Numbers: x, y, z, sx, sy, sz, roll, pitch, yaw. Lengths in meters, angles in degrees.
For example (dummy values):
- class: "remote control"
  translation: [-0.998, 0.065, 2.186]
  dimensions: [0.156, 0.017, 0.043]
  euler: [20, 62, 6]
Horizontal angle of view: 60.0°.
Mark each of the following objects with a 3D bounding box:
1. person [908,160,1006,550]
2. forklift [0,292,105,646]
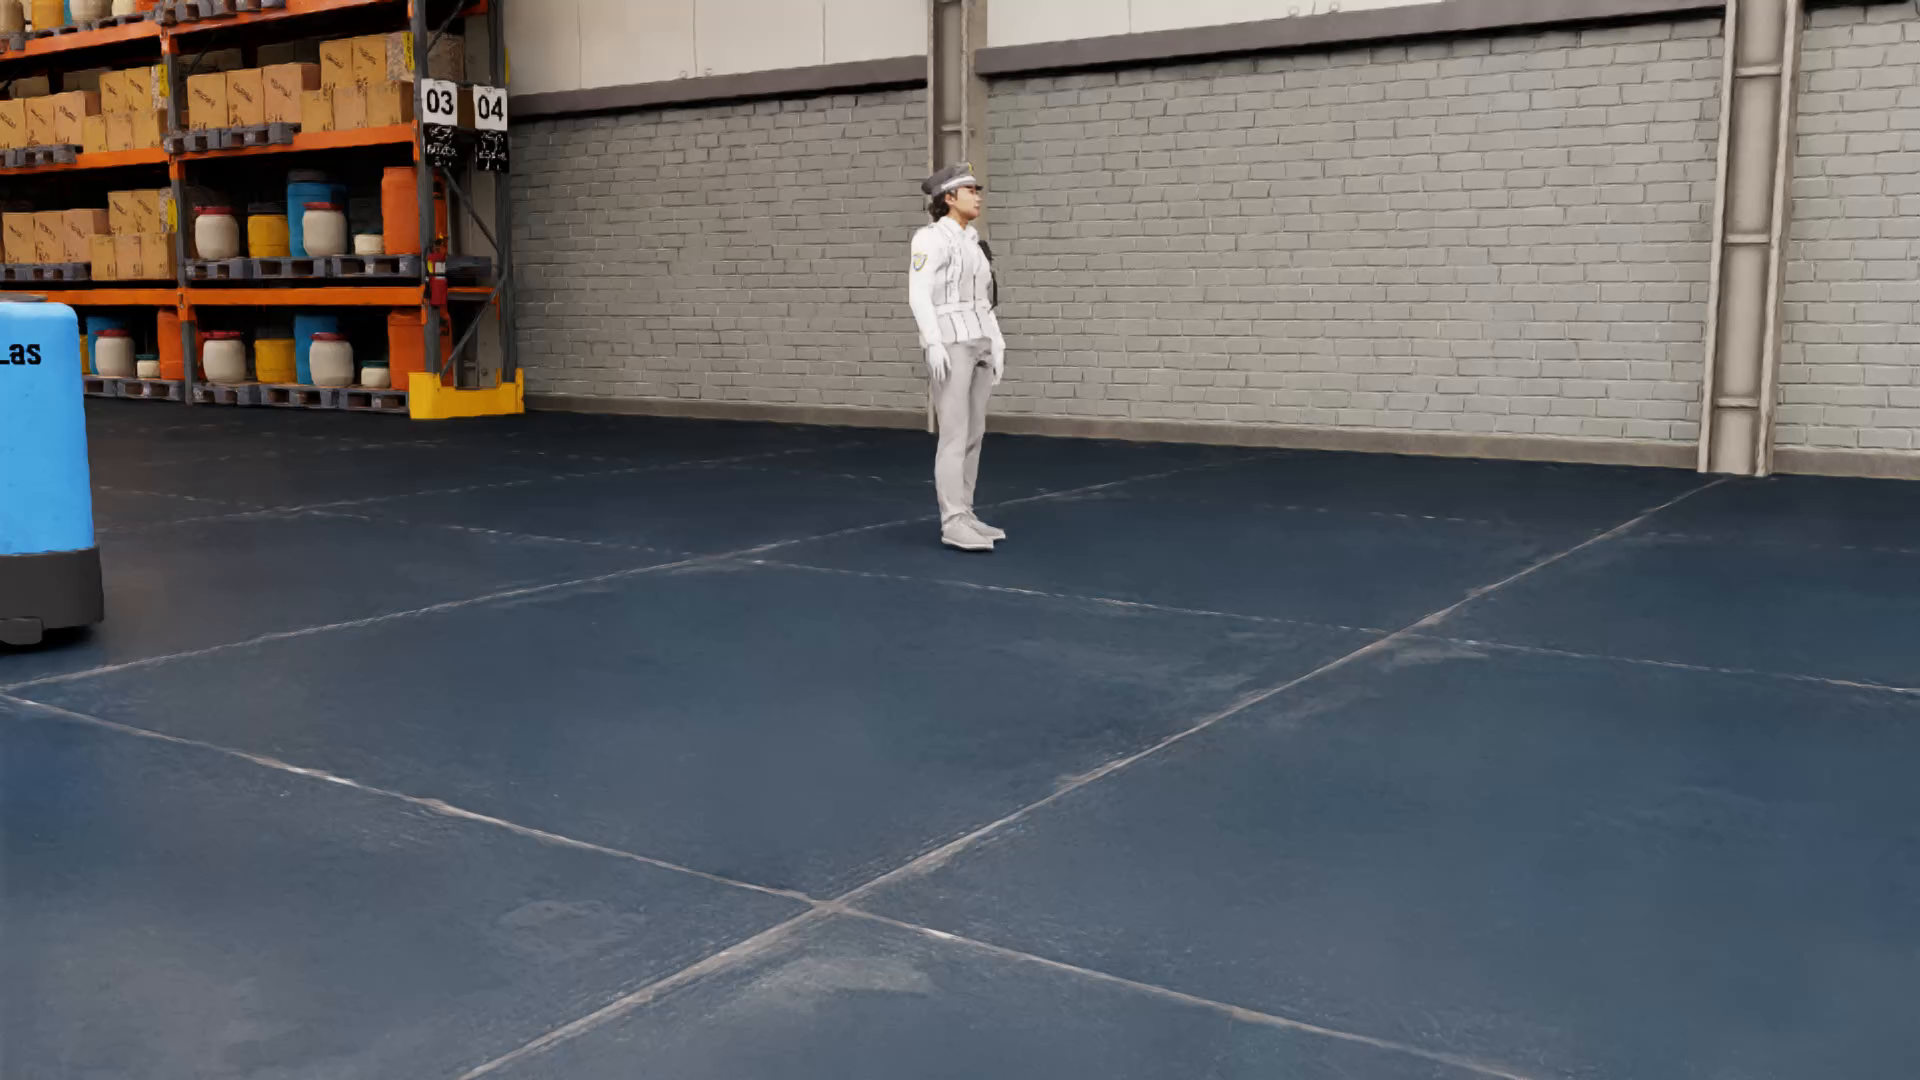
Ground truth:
- class: "person"
  translation: [0.052, -0.840, 7.440]
  dimensions: [0.532, 1.695, 0.586]
  euler: [5, 10, 34]
- class: "forklift"
  translation: [-4.238, -1.061, 4.656]
  dimensions: [3.031, 2.935, 1.130]
  euler: [-5, 10, -33]
